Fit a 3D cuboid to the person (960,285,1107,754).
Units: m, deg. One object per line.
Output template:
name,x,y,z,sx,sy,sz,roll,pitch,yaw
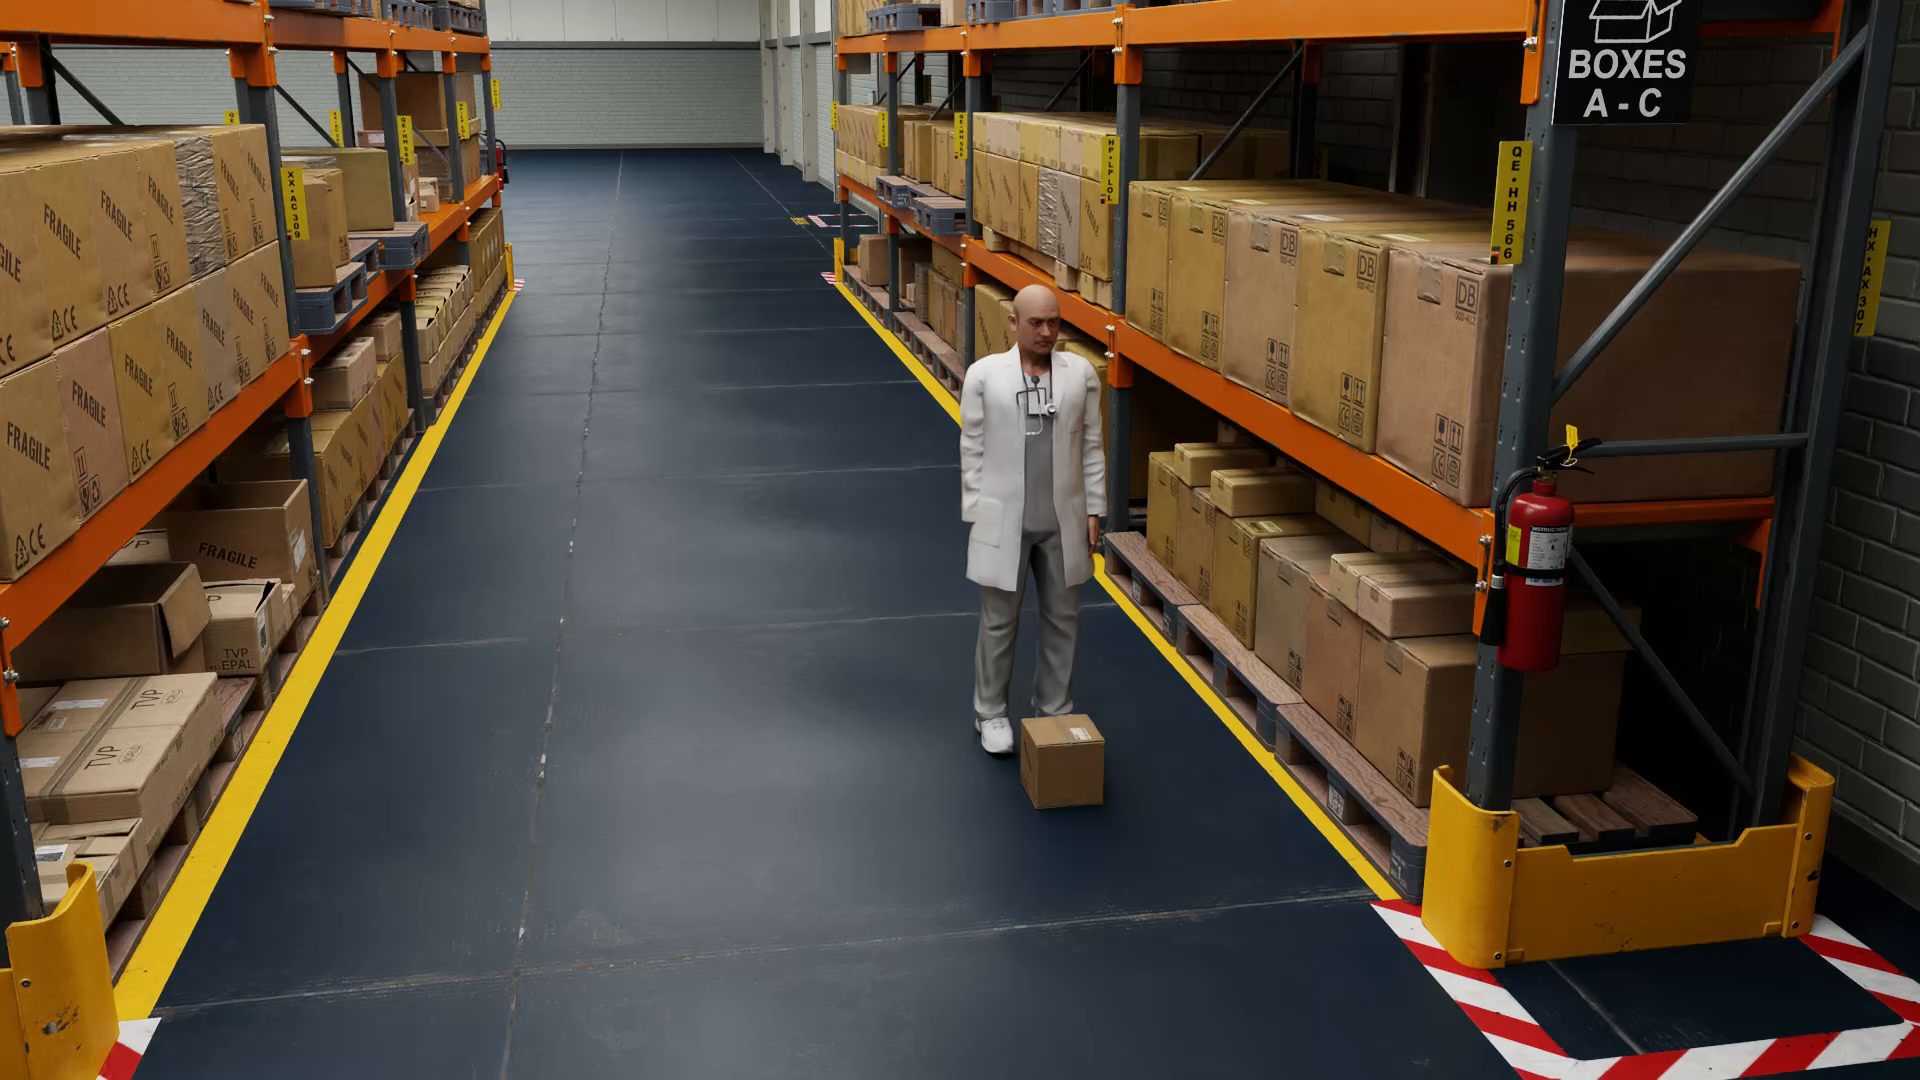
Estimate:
person,0.286,-0.073,6.316,0.561,1.777,0.382,-3,16,-9
